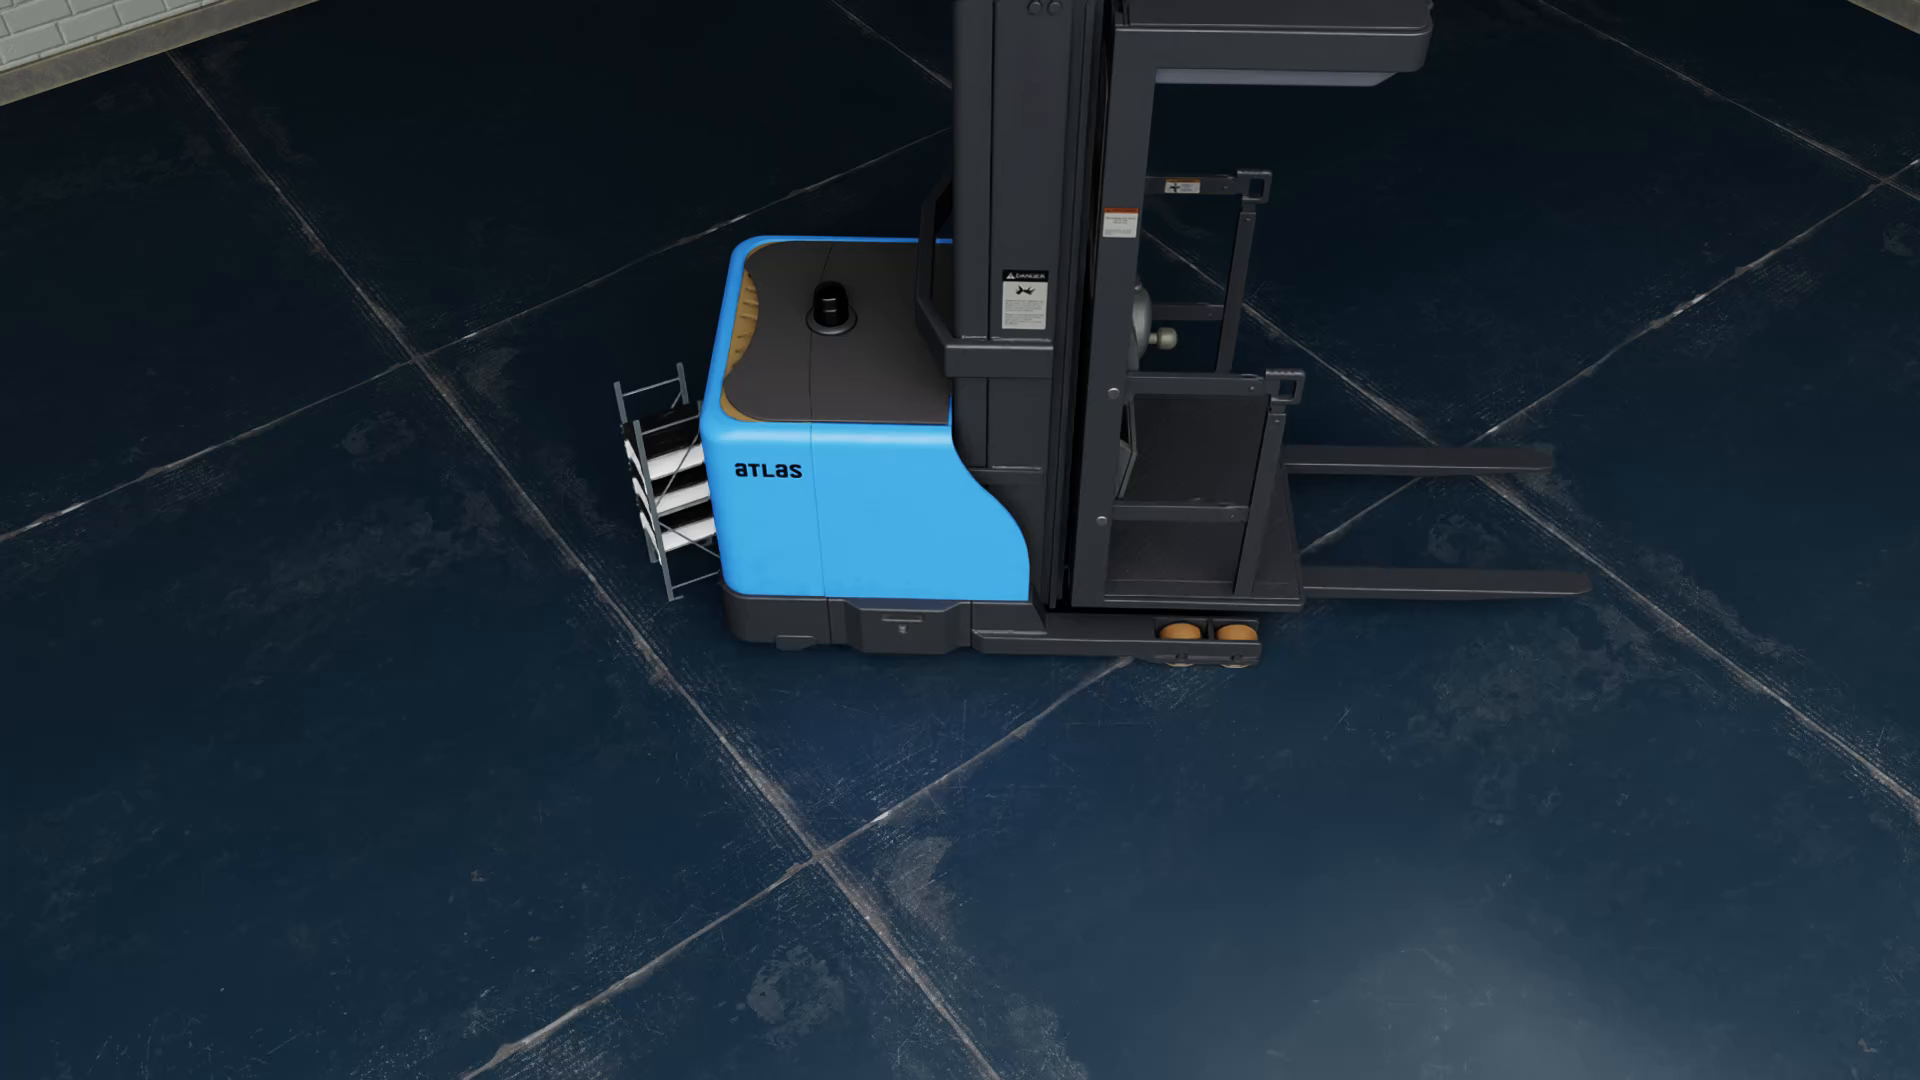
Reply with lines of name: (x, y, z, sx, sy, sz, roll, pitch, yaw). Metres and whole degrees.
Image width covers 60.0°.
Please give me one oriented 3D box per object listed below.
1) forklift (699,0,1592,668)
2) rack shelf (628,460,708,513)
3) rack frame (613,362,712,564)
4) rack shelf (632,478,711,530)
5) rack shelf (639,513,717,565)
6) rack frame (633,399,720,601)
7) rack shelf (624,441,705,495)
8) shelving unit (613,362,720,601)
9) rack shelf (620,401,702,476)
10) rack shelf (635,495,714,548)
forklift: (0.699, -0.937, 5.121, 3.031, 2.935, 1.130, 1, 48, 1)
rack shelf: (-0.995, -0.225, 5.770, 0.258, 0.077, 0.200, -20, 51, -17)
rack frame: (-1.039, -0.255, 5.874, 0.240, 0.900, 0.006, -20, 51, -17)
rack shelf: (-0.995, -0.164, 5.837, 0.258, 0.077, 0.200, -20, 51, -17)
rack shelf: (-0.995, -0.044, 5.970, 0.258, 0.077, 0.200, -20, 51, -17)
rack frame: (-0.951, -0.119, 5.750, 0.240, 0.900, 0.006, -20, 51, -17)
rack shelf: (-0.995, -0.285, 5.703, 0.258, 0.077, 0.200, -20, 51, -17)
shelving unit: (-0.995, -0.187, 5.812, 0.258, 0.900, 0.210, -20, 51, -17)
rack shelf: (-0.995, -0.346, 5.637, 0.258, 0.077, 0.200, -20, 51, -17)
rack shelf: (-0.995, -0.104, 5.903, 0.258, 0.077, 0.200, -20, 51, -17)
